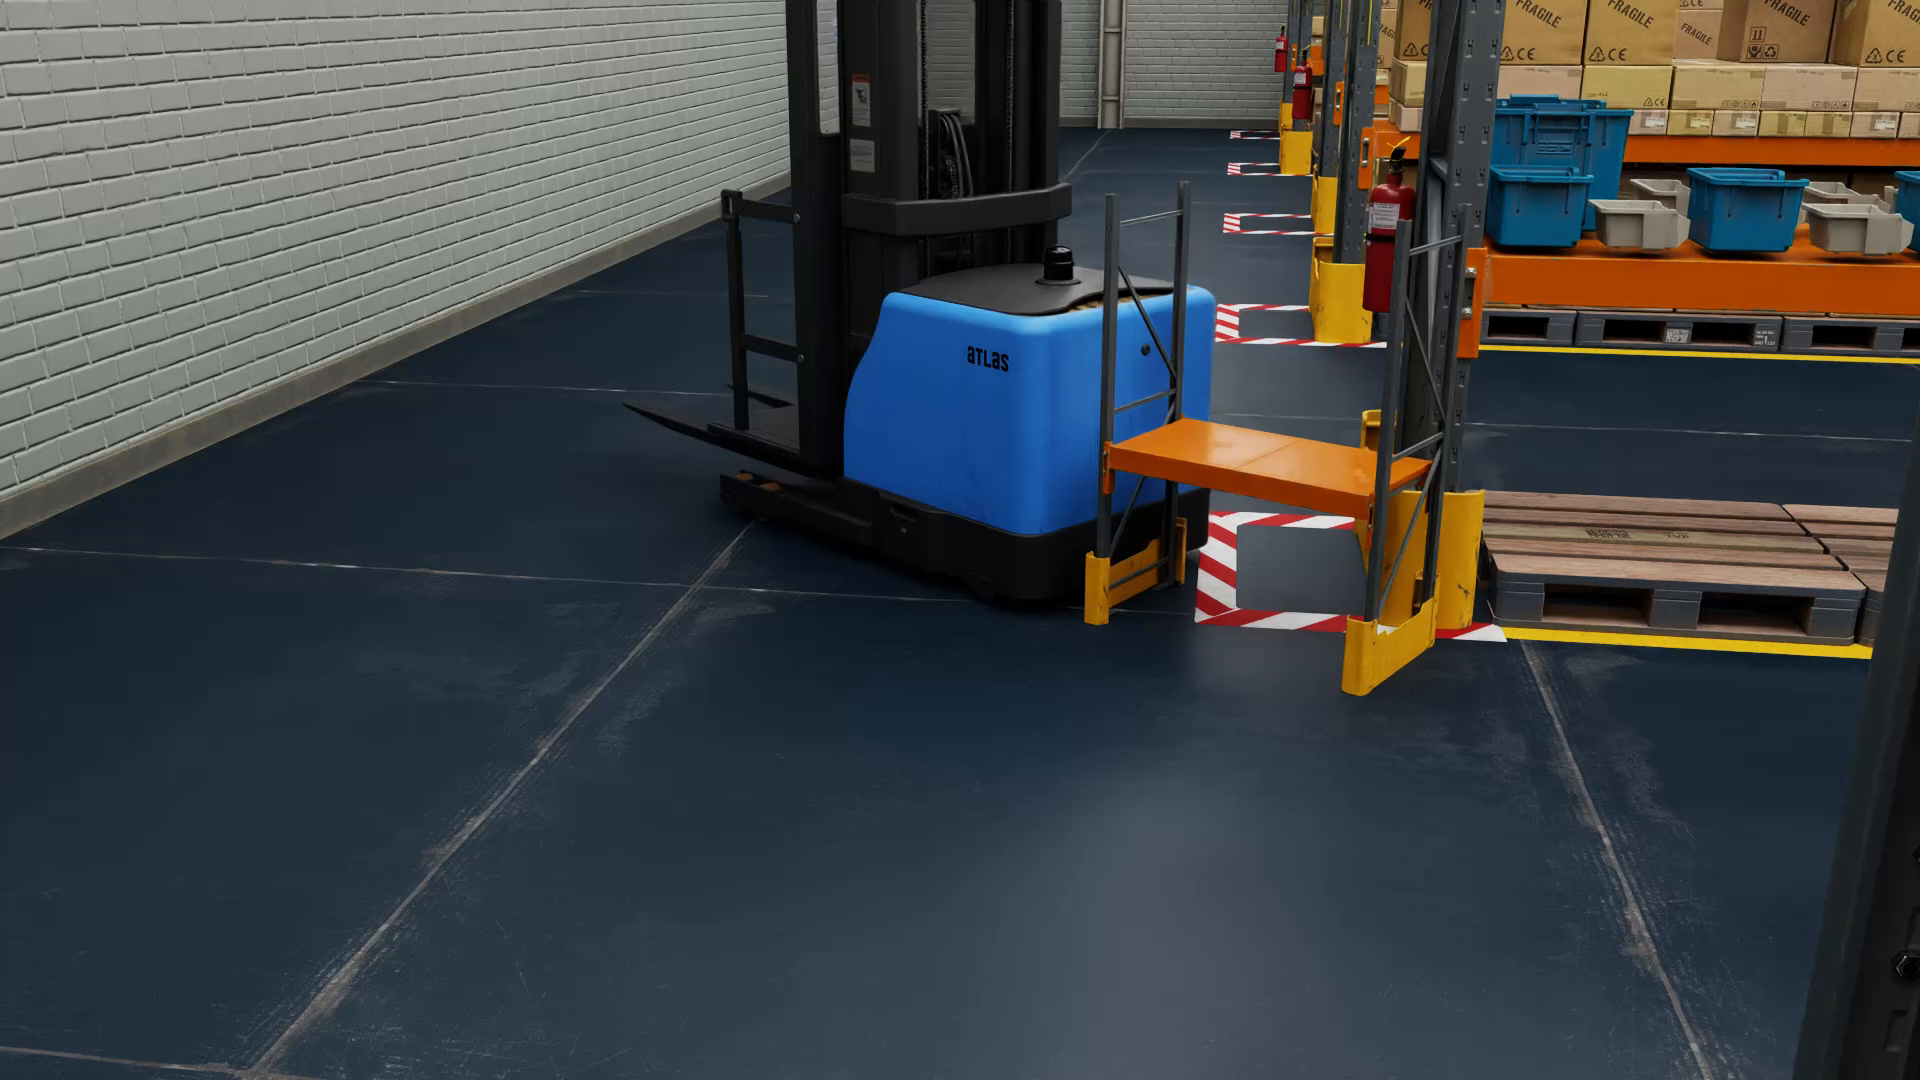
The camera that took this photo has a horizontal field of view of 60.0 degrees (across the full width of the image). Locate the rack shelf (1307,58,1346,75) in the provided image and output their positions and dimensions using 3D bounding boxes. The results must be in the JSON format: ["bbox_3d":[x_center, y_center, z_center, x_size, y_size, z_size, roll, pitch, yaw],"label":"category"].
[{"bbox_3d":[6.085,-5.510,19.678,4.000,0.370,1.077,3,19,9],"label":"rack shelf"}]

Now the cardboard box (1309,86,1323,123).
[{"bbox_3d":[5.483,-6.462,24.662,0.637,0.503,0.797,2,19,6],"label":"cardboard box"}]

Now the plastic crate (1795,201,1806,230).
[{"bbox_3d":[2.871,-1.196,5.970,0.243,0.136,0.396,3,19,9],"label":"plastic crate"}]

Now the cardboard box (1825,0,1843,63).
[{"bbox_3d":[5.571,-3.203,10.235,0.500,0.500,0.500,3,19,9],"label":"cardboard box"}]

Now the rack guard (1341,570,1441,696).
[{"bbox_3d":[1.432,0.301,5.508,0.087,0.250,0.587,14,23,36],"label":"rack guard"}]

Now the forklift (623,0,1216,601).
[{"bbox_3d":[-0.382,-1.561,6.850,1.130,2.935,3.031,-16,24,-39],"label":"forklift"}]

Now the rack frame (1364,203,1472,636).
[{"bbox_3d":[1.447,-0.287,5.299,0.032,1.500,0.500,14,23,36],"label":"rack frame"}]

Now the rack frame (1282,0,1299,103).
[{"bbox_3d":[4.894,-7.507,24.513,0.127,3.000,1.000,3,19,9],"label":"rack frame"}]

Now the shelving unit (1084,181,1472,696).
[{"bbox_3d":[1.040,-0.389,5.601,1.083,1.500,0.587,14,23,36],"label":"shelving unit"}]

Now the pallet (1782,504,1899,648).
[{"bbox_3d":[3.762,0.142,6.045,1.213,0.211,1.003,3,19,9],"label":"pallet"}]

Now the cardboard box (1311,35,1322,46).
[{"bbox_3d":[5.175,-7.286,24.246,0.250,0.149,0.380,3,19,8],"label":"cardboard box"}]

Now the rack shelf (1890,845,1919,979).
[{"bbox_3d":[2.938,0.698,1.124,4.000,0.370,1.077,3,19,9],"label":"rack shelf"}]

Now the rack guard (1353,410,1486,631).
[{"bbox_3d":[1.727,-0.107,6.336,0.348,0.500,1.175,3,19,9],"label":"rack guard"}]

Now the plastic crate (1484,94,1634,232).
[{"bbox_3d":[2.113,-1.383,6.058,0.499,0.435,0.616,3,19,9],"label":"plastic crate"}]

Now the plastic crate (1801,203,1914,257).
[{"bbox_3d":[2.918,-1.007,5.407,0.298,0.136,0.250,3,19,9],"label":"plastic crate"}]

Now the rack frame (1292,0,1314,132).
[{"bbox_3d":[4.110,-5.952,19.865,0.127,3.000,1.000,3,19,9],"label":"rack frame"}]

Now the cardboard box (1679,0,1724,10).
[{"bbox_3d":[6.356,-4.821,14.282,0.500,0.500,0.500,2,19,7],"label":"cardboard box"}]

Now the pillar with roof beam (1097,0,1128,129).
[{"bbox_3d":[1.692,-9.422,20.780,0.400,9.000,9.100,3,19,9],"label":"pillar with roof beam"}]

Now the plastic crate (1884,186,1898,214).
[{"bbox_3d":[3.445,-1.180,5.924,0.250,0.136,0.298,3,19,9],"label":"plastic crate"}]

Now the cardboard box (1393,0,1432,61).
[{"bbox_3d":[3.061,-3.331,10.616,0.500,0.500,0.500,3,19,9],"label":"cardboard box"}]

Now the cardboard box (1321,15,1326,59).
[{"bbox_3d":[4.629,-6.058,20.024,0.500,0.500,0.500,3,19,9],"label":"cardboard box"}]

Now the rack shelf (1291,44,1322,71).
[{"bbox_3d":[6.869,-7.066,24.326,4.000,0.370,1.077,3,19,9],"label":"rack shelf"}]

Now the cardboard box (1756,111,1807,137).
[{"bbox_3d":[4.866,-2.504,9.956,0.250,0.149,0.380,3,19,8],"label":"cardboard box"}]

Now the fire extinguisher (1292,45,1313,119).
[{"bbox_3d":[3.250,-4.340,15.756,0.183,0.674,0.296,3,19,9],"label":"fire extinguisher"}]

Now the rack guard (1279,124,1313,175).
[{"bbox_3d":[4.087,-4.768,20.265,0.348,0.500,1.175,3,19,9],"label":"rack guard"}]

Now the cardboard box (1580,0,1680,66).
[{"bbox_3d":[3.976,-3.115,9.971,0.500,0.500,0.500,2,19,7],"label":"cardboard box"}]

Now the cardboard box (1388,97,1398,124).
[{"bbox_3d":[2.942,-2.814,10.880,0.250,0.149,0.380,3,19,10],"label":"cardboard box"}]

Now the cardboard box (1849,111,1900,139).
[{"bbox_3d":[5.373,-2.478,9.879,0.250,0.149,0.380,3,19,10],"label":"cardboard box"}]

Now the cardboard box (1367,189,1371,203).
[{"bbox_3d":[3.978,-3.282,15.717,0.250,0.149,0.380,3,19,10],"label":"cardboard box"}]

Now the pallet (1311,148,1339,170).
[{"bbox_3d":[4.912,-4.614,20.260,1.213,0.211,1.003,3,19,9],"label":"pallet"}]

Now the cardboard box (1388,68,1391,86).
[{"bbox_3d":[3.951,-4.158,14.899,0.250,0.149,0.380,4,19,11],"label":"cardboard box"}]

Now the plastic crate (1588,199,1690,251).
[{"bbox_3d":[2.248,-1.041,5.509,0.298,0.136,0.250,3,19,9],"label":"plastic crate"}]

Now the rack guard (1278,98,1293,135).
[{"bbox_3d":[4.969,-6.318,24.898,0.348,0.500,1.175,3,19,9],"label":"rack guard"}]

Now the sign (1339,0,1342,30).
[{"bbox_3d":[3.339,-4.637,14.569,0.005,0.325,0.100,3,19,9],"label":"sign"}]

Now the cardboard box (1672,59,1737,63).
[{"bbox_3d":[4.577,-2.900,10.510,0.500,0.250,0.500,3,19,9],"label":"cardboard box"}]

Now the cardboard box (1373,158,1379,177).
[{"bbox_3d":[3.888,-3.393,15.109,0.250,0.149,0.380,2,19,6],"label":"cardboard box"}]

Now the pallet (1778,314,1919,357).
[{"bbox_3d":[5.750,-1.387,10.614,1.213,0.211,1.003,3,19,9],"label":"pallet"}]

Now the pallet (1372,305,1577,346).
[{"bbox_3d":[3.340,-1.509,10.981,1.213,0.211,1.003,3,19,9],"label":"pallet"}]

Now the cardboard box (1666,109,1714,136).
[{"bbox_3d":[4.356,-2.530,10.033,0.250,0.149,0.380,2,19,7],"label":"cardboard box"}]

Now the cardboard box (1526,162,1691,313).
[{"bbox_3d":[4.082,-1.986,10.698,0.875,0.875,0.875,3,19,9],"label":"cardboard box"}]

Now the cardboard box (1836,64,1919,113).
[{"bbox_3d":[5.499,-2.681,9.857,0.500,0.250,0.500,3,19,10],"label":"cardboard box"}]

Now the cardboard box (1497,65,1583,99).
[{"bbox_3d":[3.484,-2.785,10.165,0.500,0.250,0.500,3,19,8],"label":"cardboard box"}]

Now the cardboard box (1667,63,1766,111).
[{"bbox_3d":[4.495,-2.733,10.013,0.500,0.250,0.500,3,19,8],"label":"cardboard box"}]

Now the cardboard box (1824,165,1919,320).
[{"bbox_3d":[5.849,-1.896,10.429,0.875,0.875,0.875,3,19,9],"label":"cardboard box"}]

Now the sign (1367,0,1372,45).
[{"bbox_3d":[2.445,-3.122,9.917,0.005,0.325,0.100,3,19,9],"label":"sign"}]

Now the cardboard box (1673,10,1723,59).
[{"bbox_3d":[6.340,-4.346,14.437,0.500,0.500,0.500,2,19,7],"label":"cardboard box"}]
